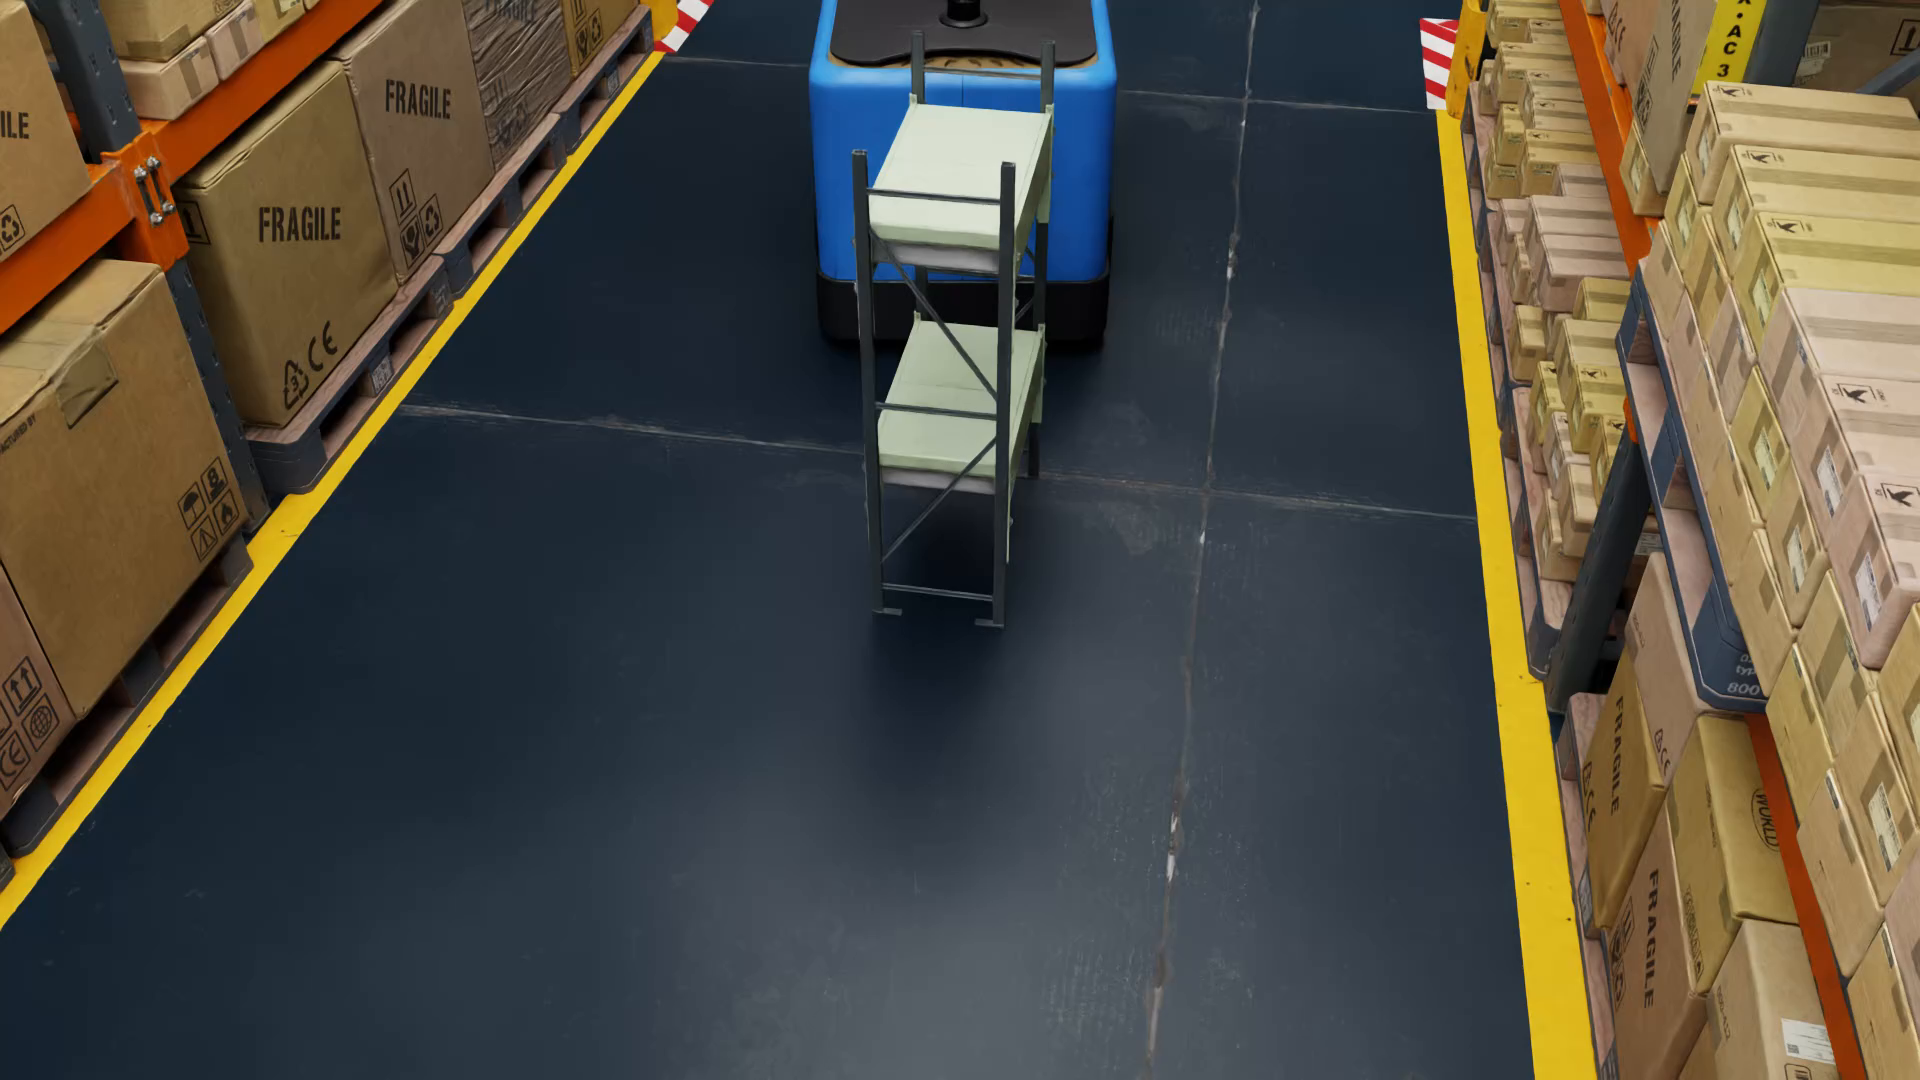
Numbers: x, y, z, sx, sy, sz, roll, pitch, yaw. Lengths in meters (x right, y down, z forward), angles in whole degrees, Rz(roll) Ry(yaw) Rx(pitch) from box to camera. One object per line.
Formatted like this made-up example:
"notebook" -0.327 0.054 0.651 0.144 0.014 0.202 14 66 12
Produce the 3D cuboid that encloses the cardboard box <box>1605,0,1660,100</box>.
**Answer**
"cardboard box" 2.045 -1.465 4.356 0.500 0.500 0.500 5 40 6

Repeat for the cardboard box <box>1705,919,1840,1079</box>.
"cardboard box" 1.578 0.950 2.791 0.500 0.250 0.500 8 40 9

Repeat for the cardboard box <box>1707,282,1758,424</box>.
"cardboard box" 1.540 -0.310 2.904 0.380 0.149 0.250 7 40 9

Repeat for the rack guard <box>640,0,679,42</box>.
"rack guard" -2.023 -2.824 8.273 1.175 0.500 0.348 6 40 8

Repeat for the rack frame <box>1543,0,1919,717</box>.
"rack frame" 2.148 -0.651 3.684 1.000 3.000 0.127 6 40 8

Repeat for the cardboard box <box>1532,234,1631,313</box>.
"cardboard box" 2.072 -0.852 5.367 0.380 0.149 0.250 5 40 6

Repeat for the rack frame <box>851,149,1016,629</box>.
"rack frame" -0.064 -0.344 4.489 0.400 1.500 0.023 6 40 8

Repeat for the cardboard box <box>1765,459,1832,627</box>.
"cardboard box" 1.451 0.023 2.502 0.380 0.149 0.250 8 40 9

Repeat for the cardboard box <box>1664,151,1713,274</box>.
"cardboard box" 1.627 -0.634 3.297 0.380 0.149 0.250 7 40 8

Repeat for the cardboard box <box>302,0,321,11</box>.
"cardboard box" -2.206 -1.809 5.281 0.380 0.149 0.250 5 40 6

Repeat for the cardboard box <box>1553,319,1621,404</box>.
"cardboard box" 1.995 -0.517 4.963 0.380 0.149 0.250 6 40 7

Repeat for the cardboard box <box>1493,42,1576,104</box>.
"cardboard box" 2.316 -1.832 6.553 0.380 0.149 0.250 6 40 8

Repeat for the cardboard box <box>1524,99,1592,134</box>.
"cardboard box" 2.298 -1.495 6.145 0.380 0.149 0.250 8 40 9

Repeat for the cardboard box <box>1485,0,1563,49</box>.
"cardboard box" 2.415 -2.163 6.953 0.380 0.149 0.250 5 40 6

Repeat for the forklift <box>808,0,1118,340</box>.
"forklift" 0.023 -2.762 6.291 1.130 2.935 3.031 0 40 0

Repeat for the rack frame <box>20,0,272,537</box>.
"rack frame" -2.719 -1.262 4.422 1.000 3.000 0.127 6 40 8

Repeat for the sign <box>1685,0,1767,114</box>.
"sign" 1.613 -1.040 3.474 0.100 0.325 0.005 6 40 8

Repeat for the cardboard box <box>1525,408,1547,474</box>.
"cardboard box" 1.990 -0.325 5.197 0.380 0.149 0.250 5 40 6

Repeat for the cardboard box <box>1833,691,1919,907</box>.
"cardboard box" 1.359 0.347 2.110 0.380 0.149 0.250 6 40 7

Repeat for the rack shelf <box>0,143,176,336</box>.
"rack shelf" -3.065 0.271 3.133 1.077 0.370 4.000 6 40 8

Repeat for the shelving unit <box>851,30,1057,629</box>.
"shelving unit" -0.001 -0.574 4.767 0.431 1.500 0.755 6 40 8

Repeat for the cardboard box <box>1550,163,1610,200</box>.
"cardboard box" 2.258 -1.166 5.747 0.380 0.149 0.250 6 40 8

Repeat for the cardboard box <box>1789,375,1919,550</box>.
"cardboard box" 1.449 -0.096 2.412 0.380 0.149 0.250 6 40 7

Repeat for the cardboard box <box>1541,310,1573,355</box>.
"cardboard box" 2.118 -0.712 5.431 0.380 0.149 0.250 7 40 9

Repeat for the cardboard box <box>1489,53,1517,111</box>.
"cardboard box" 2.394 -1.873 6.836 0.380 0.149 0.250 6 40 7

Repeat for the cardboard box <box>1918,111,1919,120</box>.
"cardboard box" 2.482 -1.087 3.899 0.500 0.500 0.500 6 40 7

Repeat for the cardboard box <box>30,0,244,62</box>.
"cardboard box" -2.380 -1.584 4.697 0.500 0.250 0.500 6 40 7

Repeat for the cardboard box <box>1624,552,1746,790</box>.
"cardboard box" 1.760 0.296 3.582 0.500 0.250 0.500 5 40 6

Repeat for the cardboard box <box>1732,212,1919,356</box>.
"cardboard box" 1.538 -0.413 2.796 0.380 0.149 0.250 7 40 8

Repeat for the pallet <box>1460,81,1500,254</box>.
"pallet" 2.652 -1.533 6.939 1.003 0.211 1.213 6 40 8

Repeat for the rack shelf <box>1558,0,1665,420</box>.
"rack shelf" 2.494 -1.629 5.431 1.077 0.370 4.000 6 40 8

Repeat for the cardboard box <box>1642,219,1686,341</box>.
"cardboard box" 1.627 -0.520 3.392 0.380 0.149 0.250 5 40 6

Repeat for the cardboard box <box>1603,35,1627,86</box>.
"cardboard box" 2.096 -1.427 4.819 0.380 0.149 0.250 5 40 6

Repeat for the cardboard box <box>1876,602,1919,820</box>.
"cardboard box" 1.361 0.232 2.016 0.380 0.149 0.250 8 40 9

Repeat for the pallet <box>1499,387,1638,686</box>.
"pallet" 2.230 -0.002 5.087 1.003 0.211 1.213 6 40 8

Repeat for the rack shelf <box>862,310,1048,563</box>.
"rack shelf" -0.001 -0.323 4.975 0.431 0.370 0.720 6 40 8

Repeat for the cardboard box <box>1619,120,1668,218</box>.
"cardboard box" 1.904 -0.933 4.222 0.380 0.149 0.250 5 40 6

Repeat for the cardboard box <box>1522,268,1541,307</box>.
"cardboard box" 2.171 -0.804 5.776 0.380 0.149 0.250 7 40 9

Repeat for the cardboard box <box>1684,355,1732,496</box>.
"cardboard box" 1.538 -0.189 2.992 0.380 0.149 0.250 7 40 8

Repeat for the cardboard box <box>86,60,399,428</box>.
"cardboard box" -2.526 -1.010 5.455 0.875 0.875 0.875 6 40 8

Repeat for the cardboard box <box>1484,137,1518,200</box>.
"cardboard box" 2.281 -1.453 6.561 0.380 0.149 0.250 7 40 8

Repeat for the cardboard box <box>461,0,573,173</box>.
"cardboard box" -2.217 -2.133 6.814 0.875 0.875 0.875 6 40 8

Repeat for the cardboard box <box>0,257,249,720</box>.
"cardboard box" -2.810 -0.201 4.477 1.225 0.875 0.875 7 40 8

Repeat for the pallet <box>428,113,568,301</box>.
"pallet" -2.302 -1.423 6.806 1.003 0.211 1.213 6 40 8

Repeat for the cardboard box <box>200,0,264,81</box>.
"cardboard box" -2.295 -1.479 4.881 0.380 0.149 0.250 5 40 6

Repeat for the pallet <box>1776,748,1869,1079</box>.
"pallet" 1.758 0.686 2.217 1.003 0.211 1.213 6 40 8

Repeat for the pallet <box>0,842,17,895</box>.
"pallet" -2.987 1.074 3.786 1.003 0.211 1.213 6 40 8

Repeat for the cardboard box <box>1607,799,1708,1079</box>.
"cardboard box" 1.669 0.917 3.419 0.500 0.500 0.500 8 40 10

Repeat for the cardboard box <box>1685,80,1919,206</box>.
"cardboard box" 1.627 -0.749 3.203 0.380 0.149 0.250 8 40 10

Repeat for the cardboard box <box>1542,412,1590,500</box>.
"cardboard box" 1.924 -0.233 4.852 0.380 0.149 0.250 5 40 6

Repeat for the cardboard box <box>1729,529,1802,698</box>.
"cardboard box" 1.450 0.129 2.608 0.380 0.149 0.250 5 40 6

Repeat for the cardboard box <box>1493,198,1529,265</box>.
"cardboard box" 2.202 -1.136 6.177 0.380 0.149 0.250 5 40 6

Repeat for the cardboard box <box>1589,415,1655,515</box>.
"cardboard box" 1.953 -0.196 4.573 0.380 0.149 0.250 7 40 9

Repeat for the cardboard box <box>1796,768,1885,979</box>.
"cardboard box" 1.360 0.458 2.209 0.380 0.149 0.250 5 40 6
